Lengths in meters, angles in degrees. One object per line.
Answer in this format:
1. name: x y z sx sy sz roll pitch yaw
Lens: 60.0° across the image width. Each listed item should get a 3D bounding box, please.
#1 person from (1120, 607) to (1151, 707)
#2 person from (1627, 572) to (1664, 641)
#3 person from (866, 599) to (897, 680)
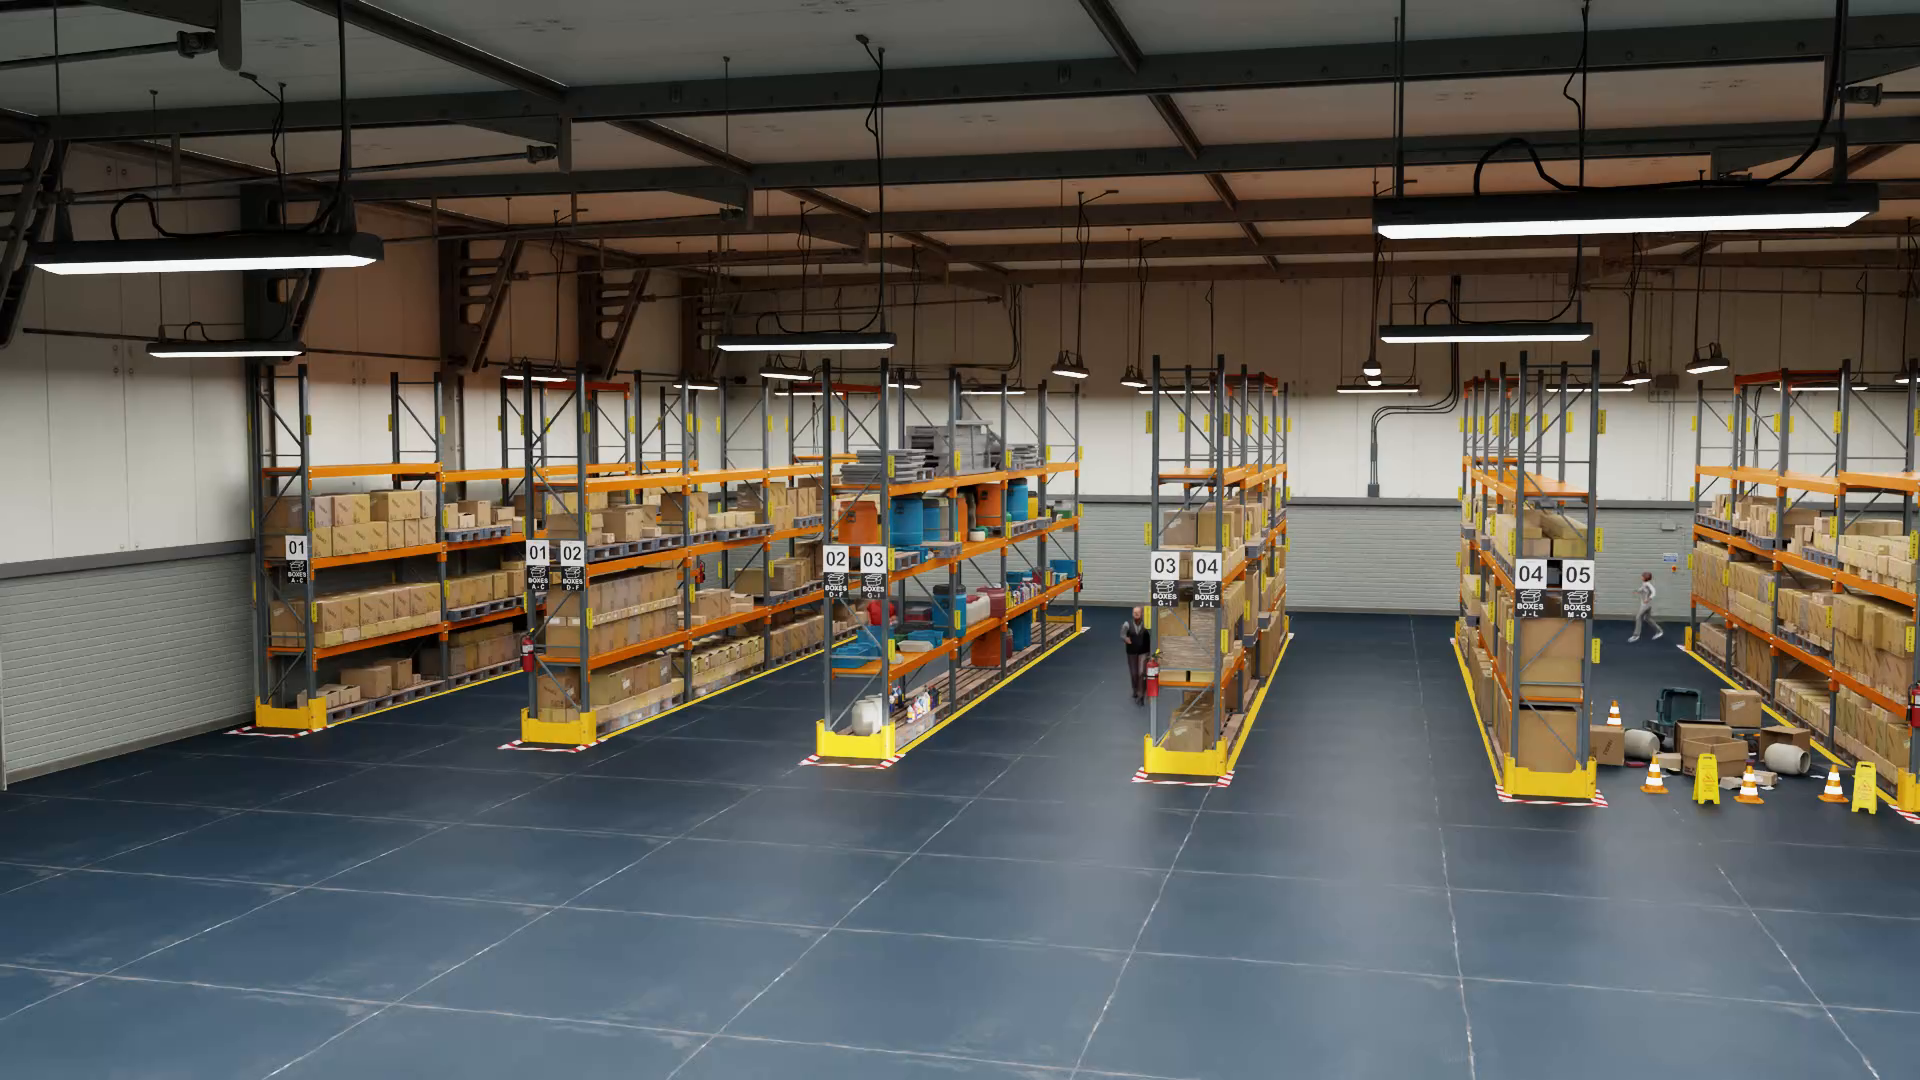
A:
1. person: 3.196 2.068 29.976 0.610 1.754 0.889 1 4 14
2. person: 15.868 1.543 38.444 0.782 1.614 0.548 2 4 22
3. person: -1.572 1.875 33.022 0.642 1.802 0.800 0 4 5
